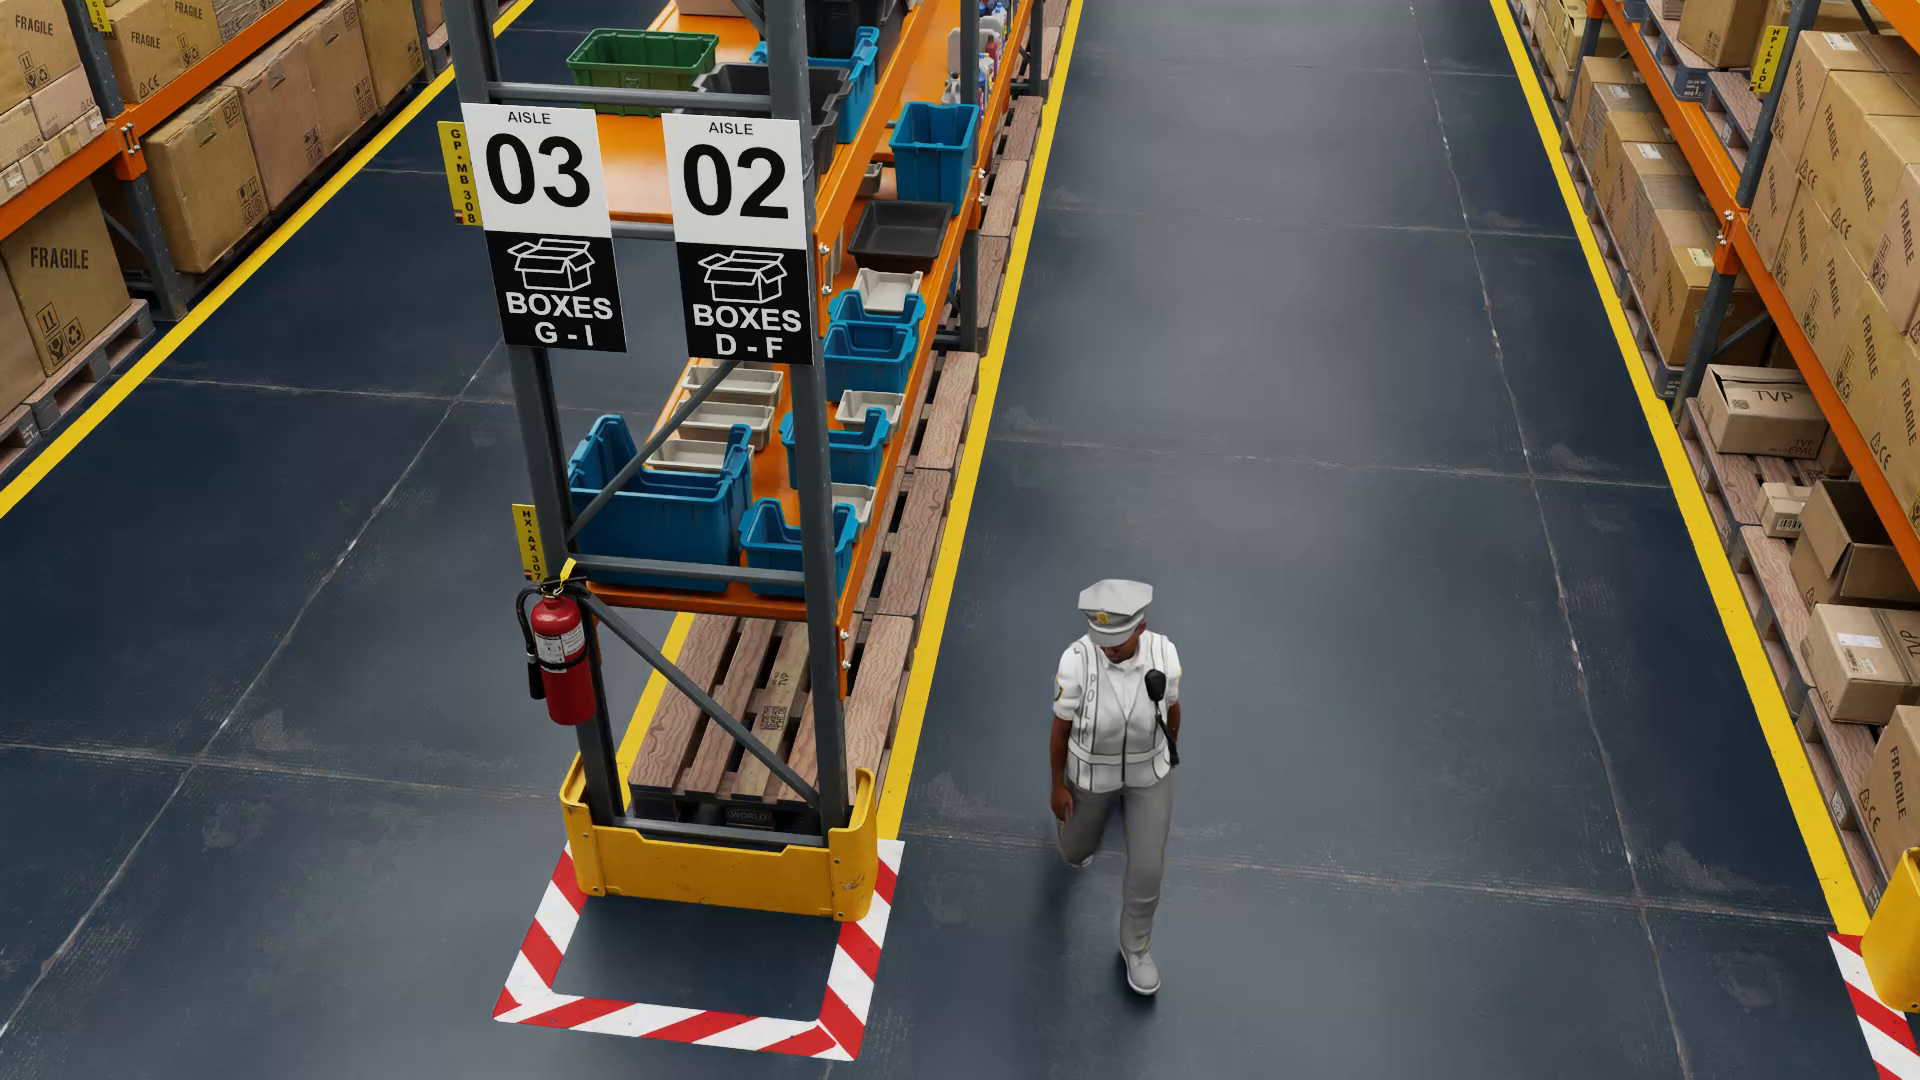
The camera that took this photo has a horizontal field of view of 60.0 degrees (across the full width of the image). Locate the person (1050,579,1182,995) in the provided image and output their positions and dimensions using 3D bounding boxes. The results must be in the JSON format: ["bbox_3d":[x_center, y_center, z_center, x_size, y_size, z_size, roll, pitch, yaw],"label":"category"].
[{"bbox_3d":[0.551,0.806,5.940,0.479,1.626,0.822,-2,36,-3],"label":"person"}]
